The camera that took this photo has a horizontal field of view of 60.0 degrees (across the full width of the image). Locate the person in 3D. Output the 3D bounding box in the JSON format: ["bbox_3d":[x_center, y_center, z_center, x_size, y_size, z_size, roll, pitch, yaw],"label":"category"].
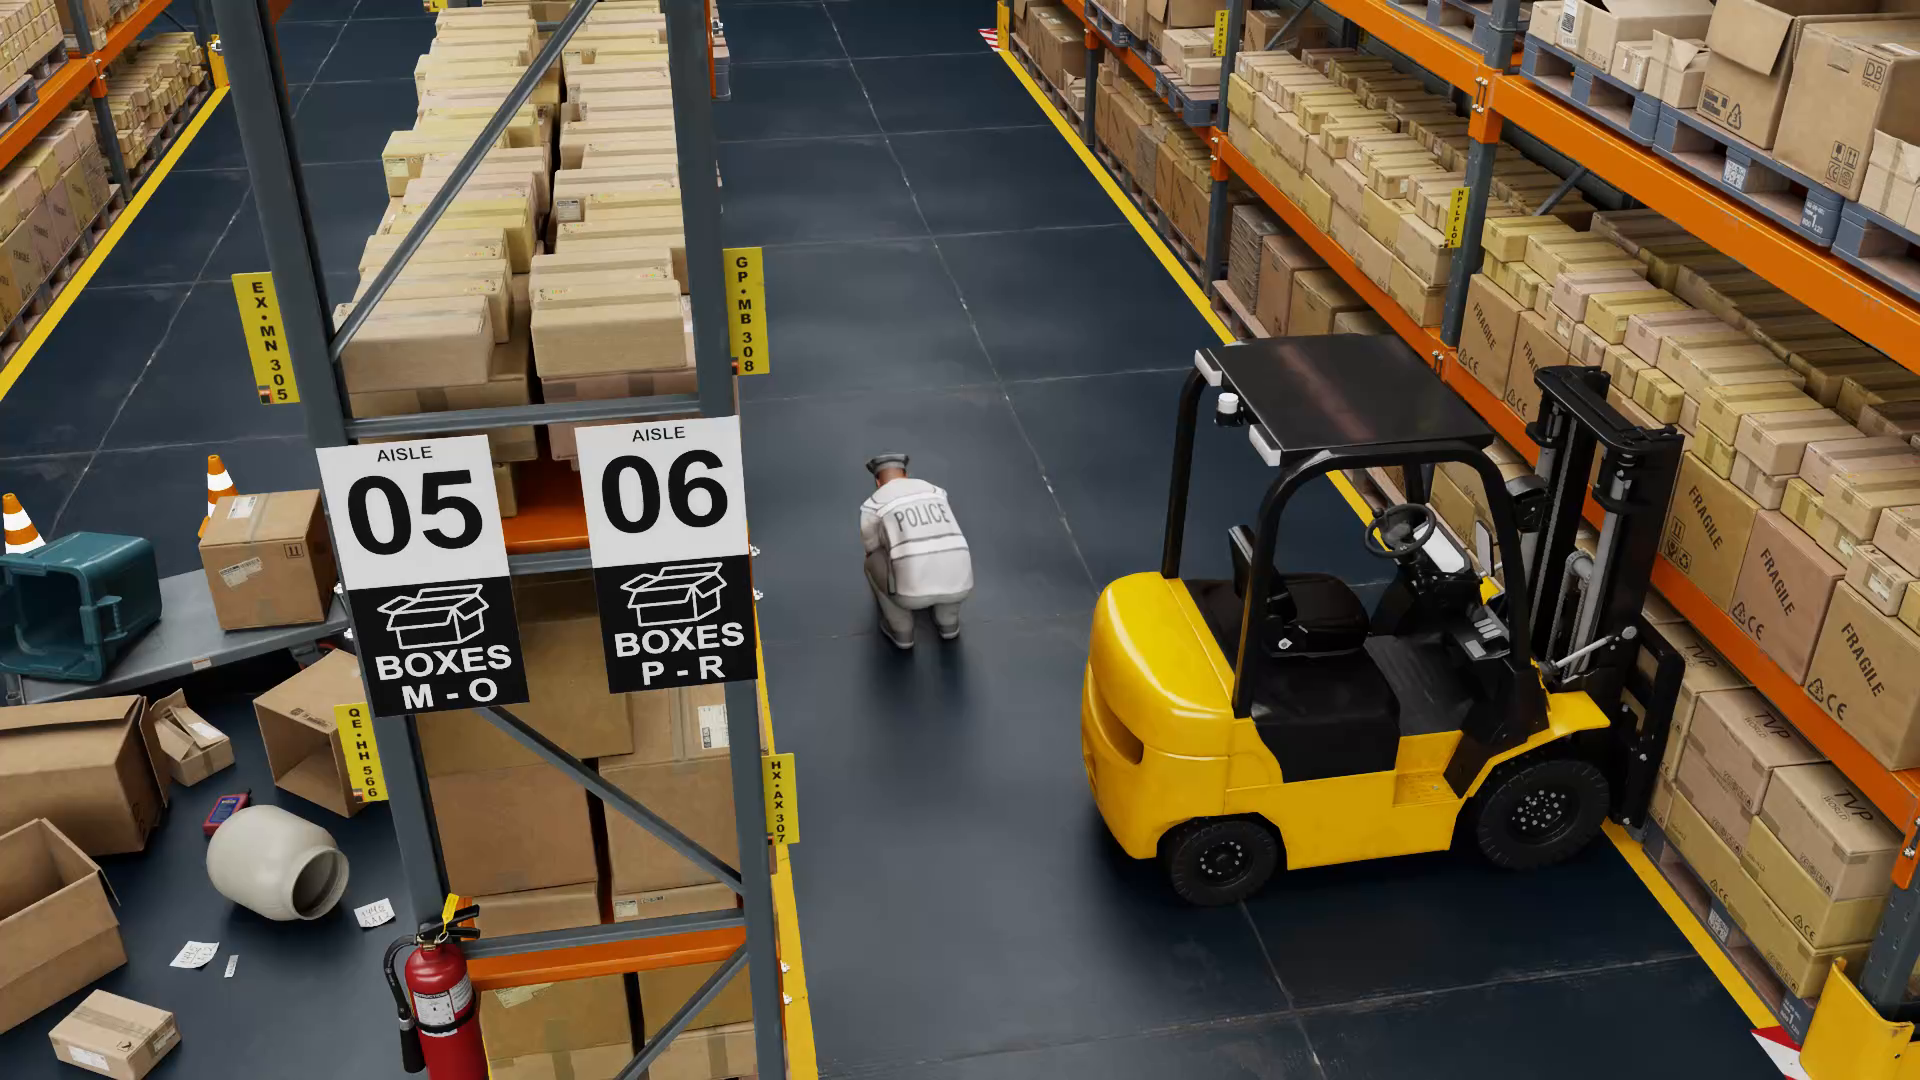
[{"bbox_3d":[-0.247,0.078,8.956,0.539,0.899,0.976,-7,31,-12],"label":"person"}]
